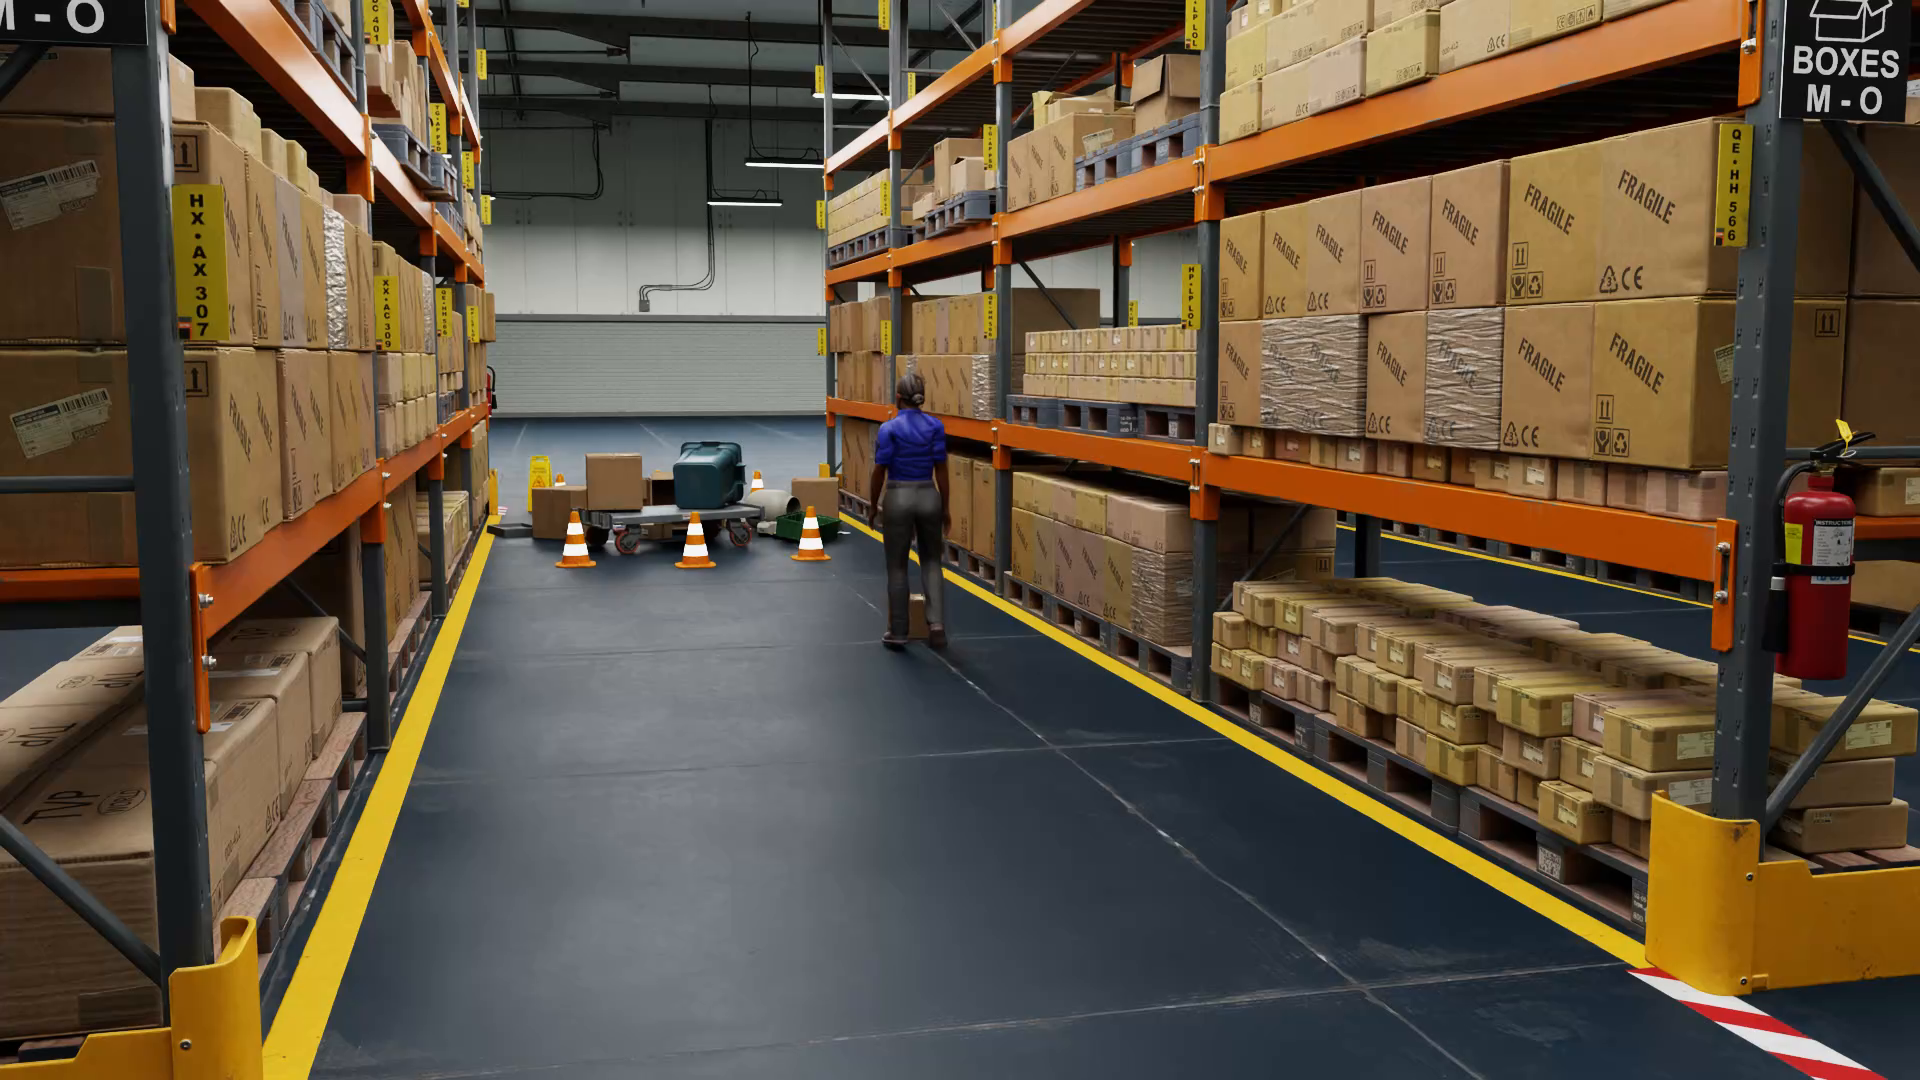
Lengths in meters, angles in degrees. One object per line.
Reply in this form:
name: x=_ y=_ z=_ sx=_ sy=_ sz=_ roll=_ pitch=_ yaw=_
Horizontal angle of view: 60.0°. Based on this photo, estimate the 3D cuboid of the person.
person: x=-0.313 y=-0.158 z=10.125 sx=0.496 sy=1.708 sz=0.437 roll=-2 pitch=7 yaw=-18
